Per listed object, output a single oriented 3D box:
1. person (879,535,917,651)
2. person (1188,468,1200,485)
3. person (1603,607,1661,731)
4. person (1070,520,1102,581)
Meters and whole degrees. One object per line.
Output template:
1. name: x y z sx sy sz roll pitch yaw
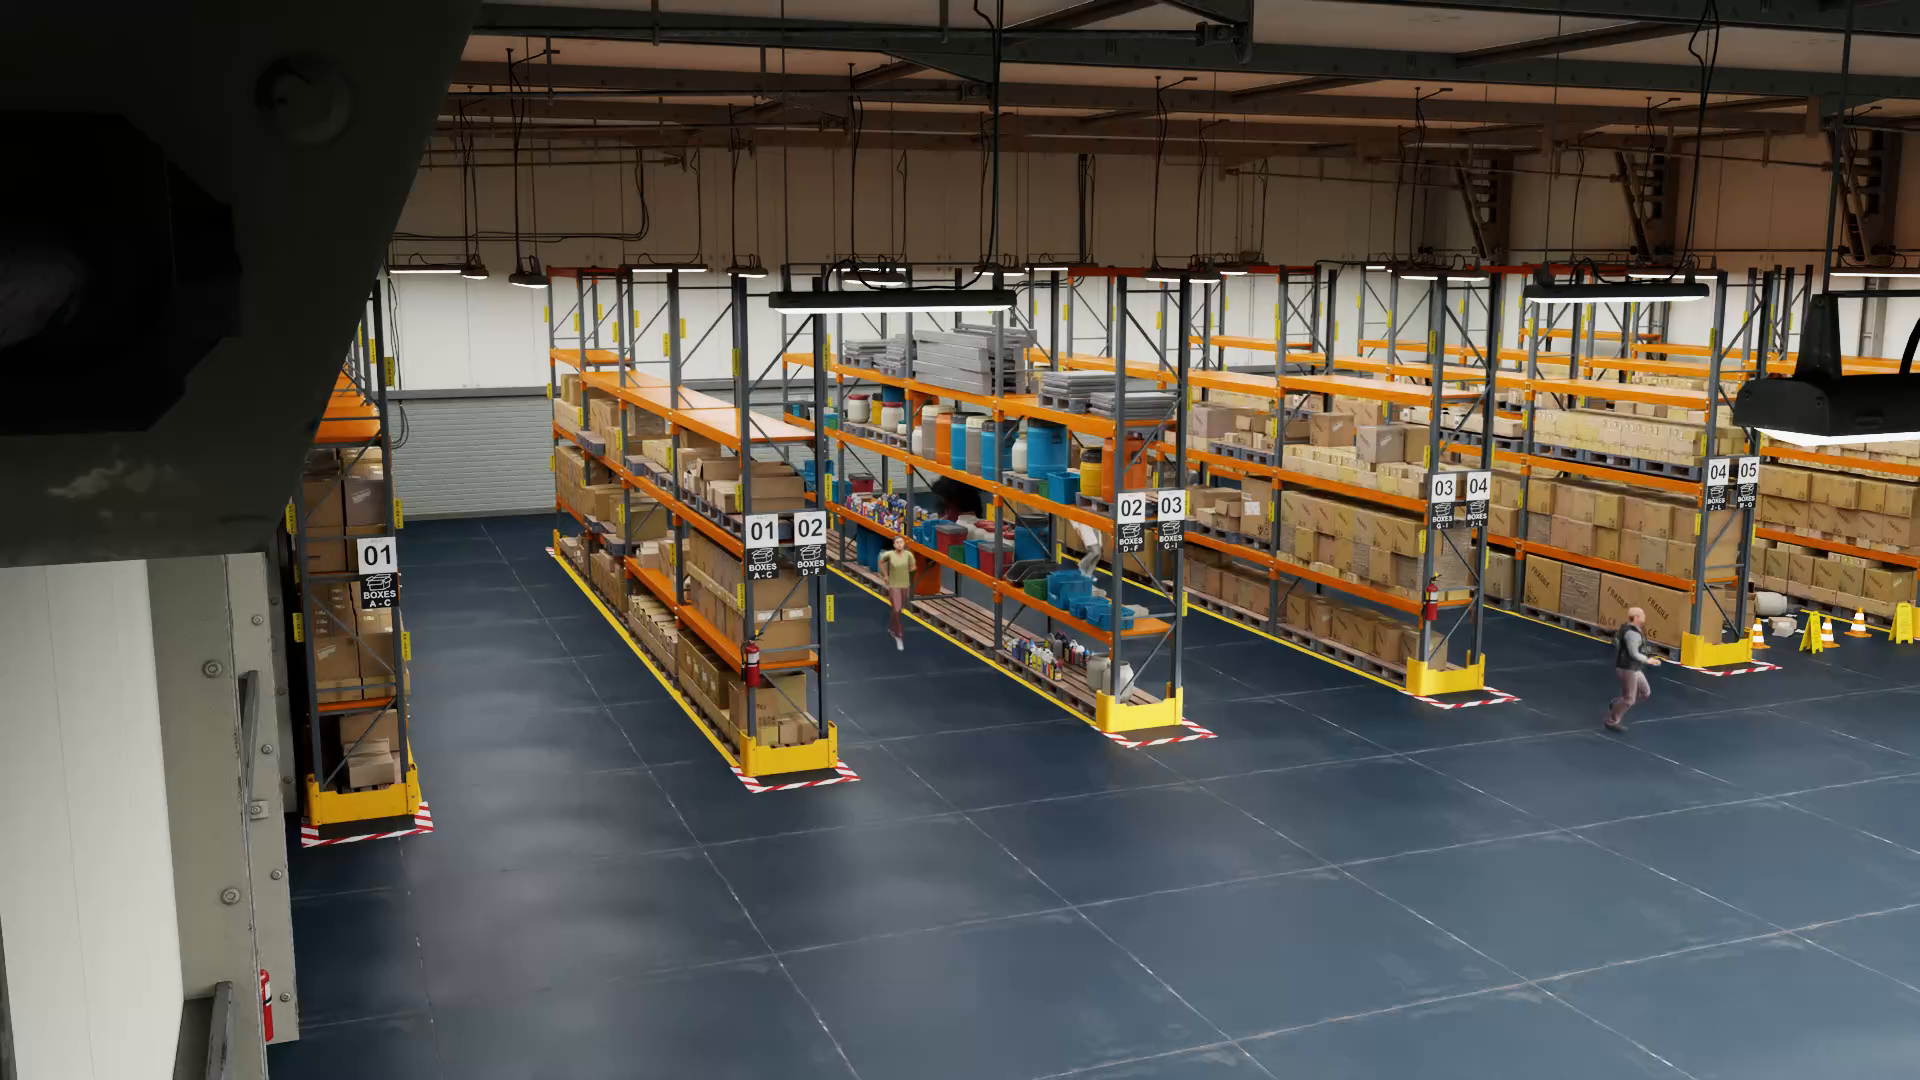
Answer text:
1. person: -0.934 0.788 25.805 0.547 1.750 0.709 -4 11 -23
2. person: 5.862 -1.743 41.685 0.765 1.704 0.861 0 10 -1
3. person: 8.920 1.705 22.026 0.652 1.675 0.642 3 10 18
4. person: 2.424 -0.096 30.460 0.714 1.747 0.607 -7 12 -36
